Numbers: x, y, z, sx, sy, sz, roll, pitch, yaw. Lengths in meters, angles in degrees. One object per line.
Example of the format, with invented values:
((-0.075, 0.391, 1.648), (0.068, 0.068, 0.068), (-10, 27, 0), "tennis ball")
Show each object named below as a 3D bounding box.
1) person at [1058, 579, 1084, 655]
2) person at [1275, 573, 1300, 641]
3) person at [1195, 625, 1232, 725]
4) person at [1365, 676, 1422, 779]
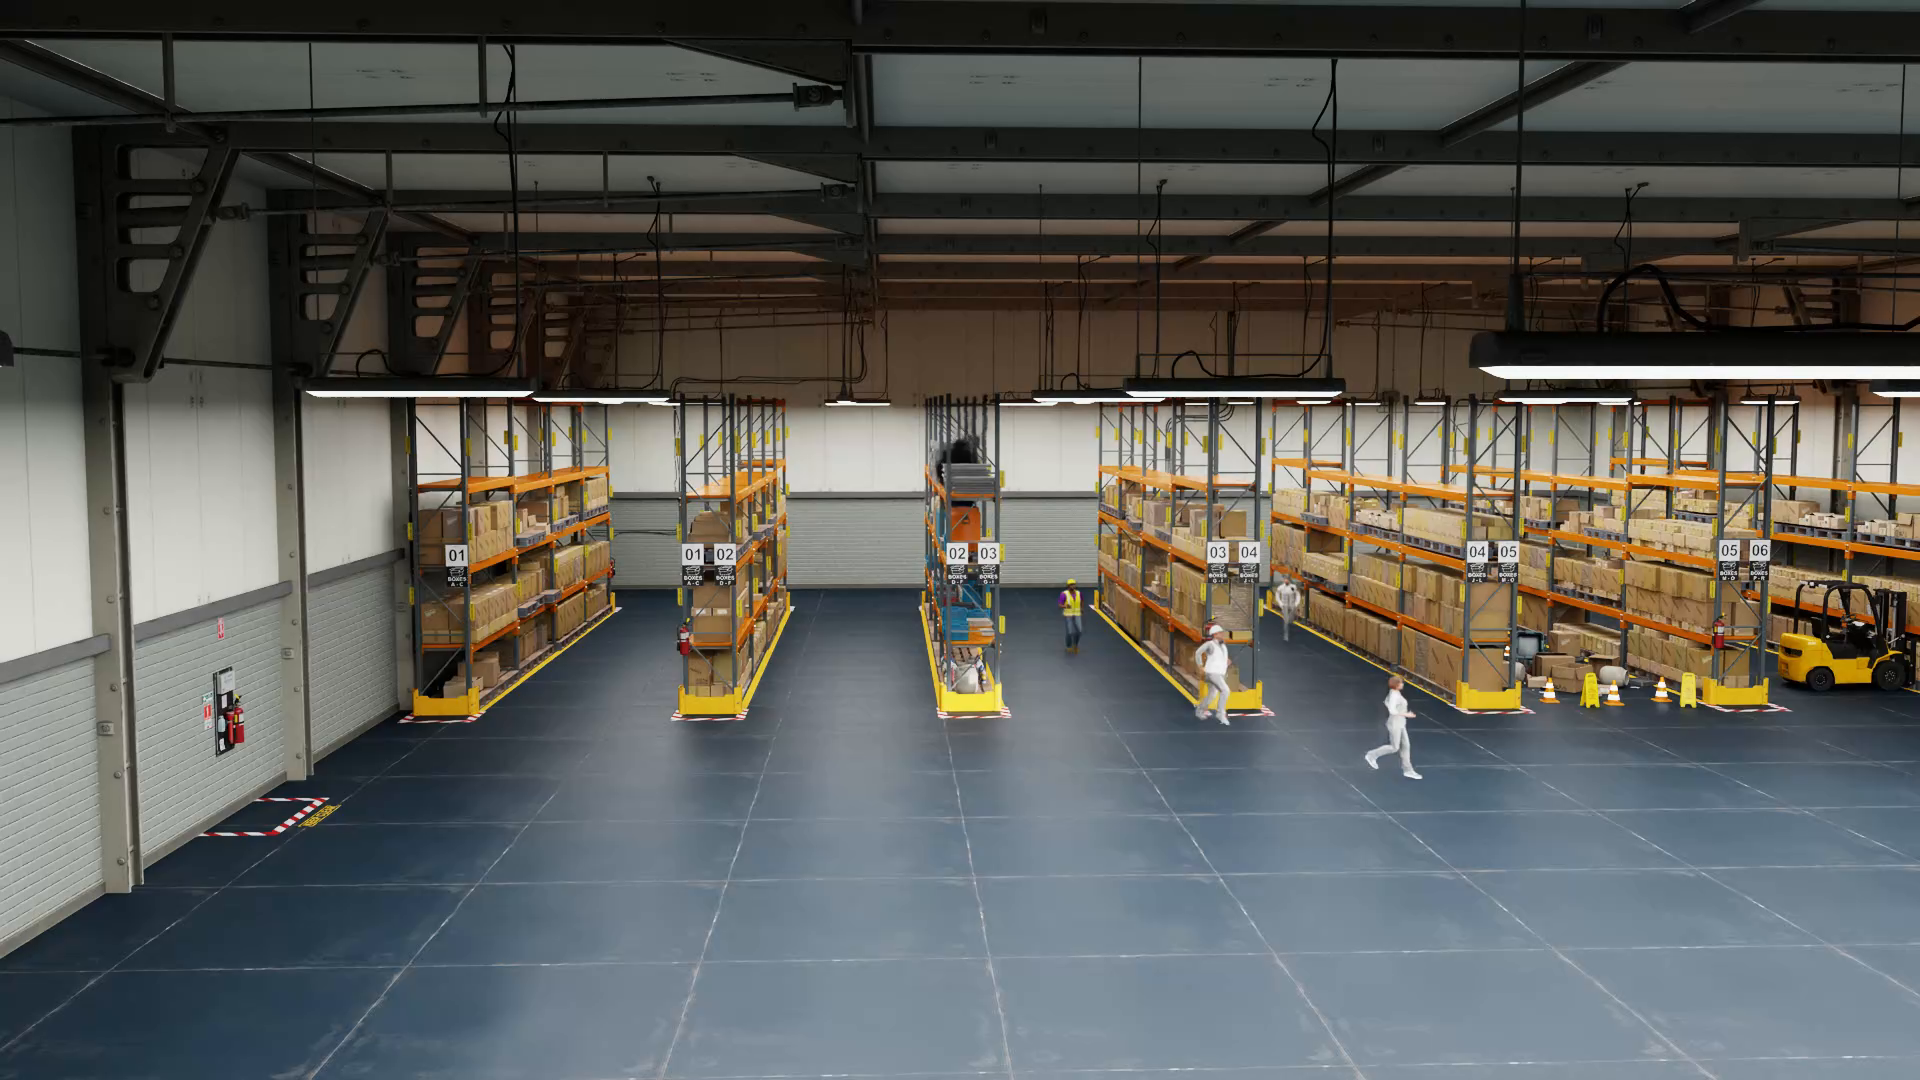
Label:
((2.635, 1.792, 38.731), (0.677, 1.772, 0.649), (-1, 5, -13), "person")
((8.115, 1.648, 41.210), (0.626, 1.681, 0.578), (0, 5, 3), "person")
((4.692, 2.445, 30.384), (0.746, 1.751, 0.643), (3, 6, 37), "person")
((6.726, 2.887, 25.748), (0.860, 1.587, 0.537), (2, 5, 23), "person")
